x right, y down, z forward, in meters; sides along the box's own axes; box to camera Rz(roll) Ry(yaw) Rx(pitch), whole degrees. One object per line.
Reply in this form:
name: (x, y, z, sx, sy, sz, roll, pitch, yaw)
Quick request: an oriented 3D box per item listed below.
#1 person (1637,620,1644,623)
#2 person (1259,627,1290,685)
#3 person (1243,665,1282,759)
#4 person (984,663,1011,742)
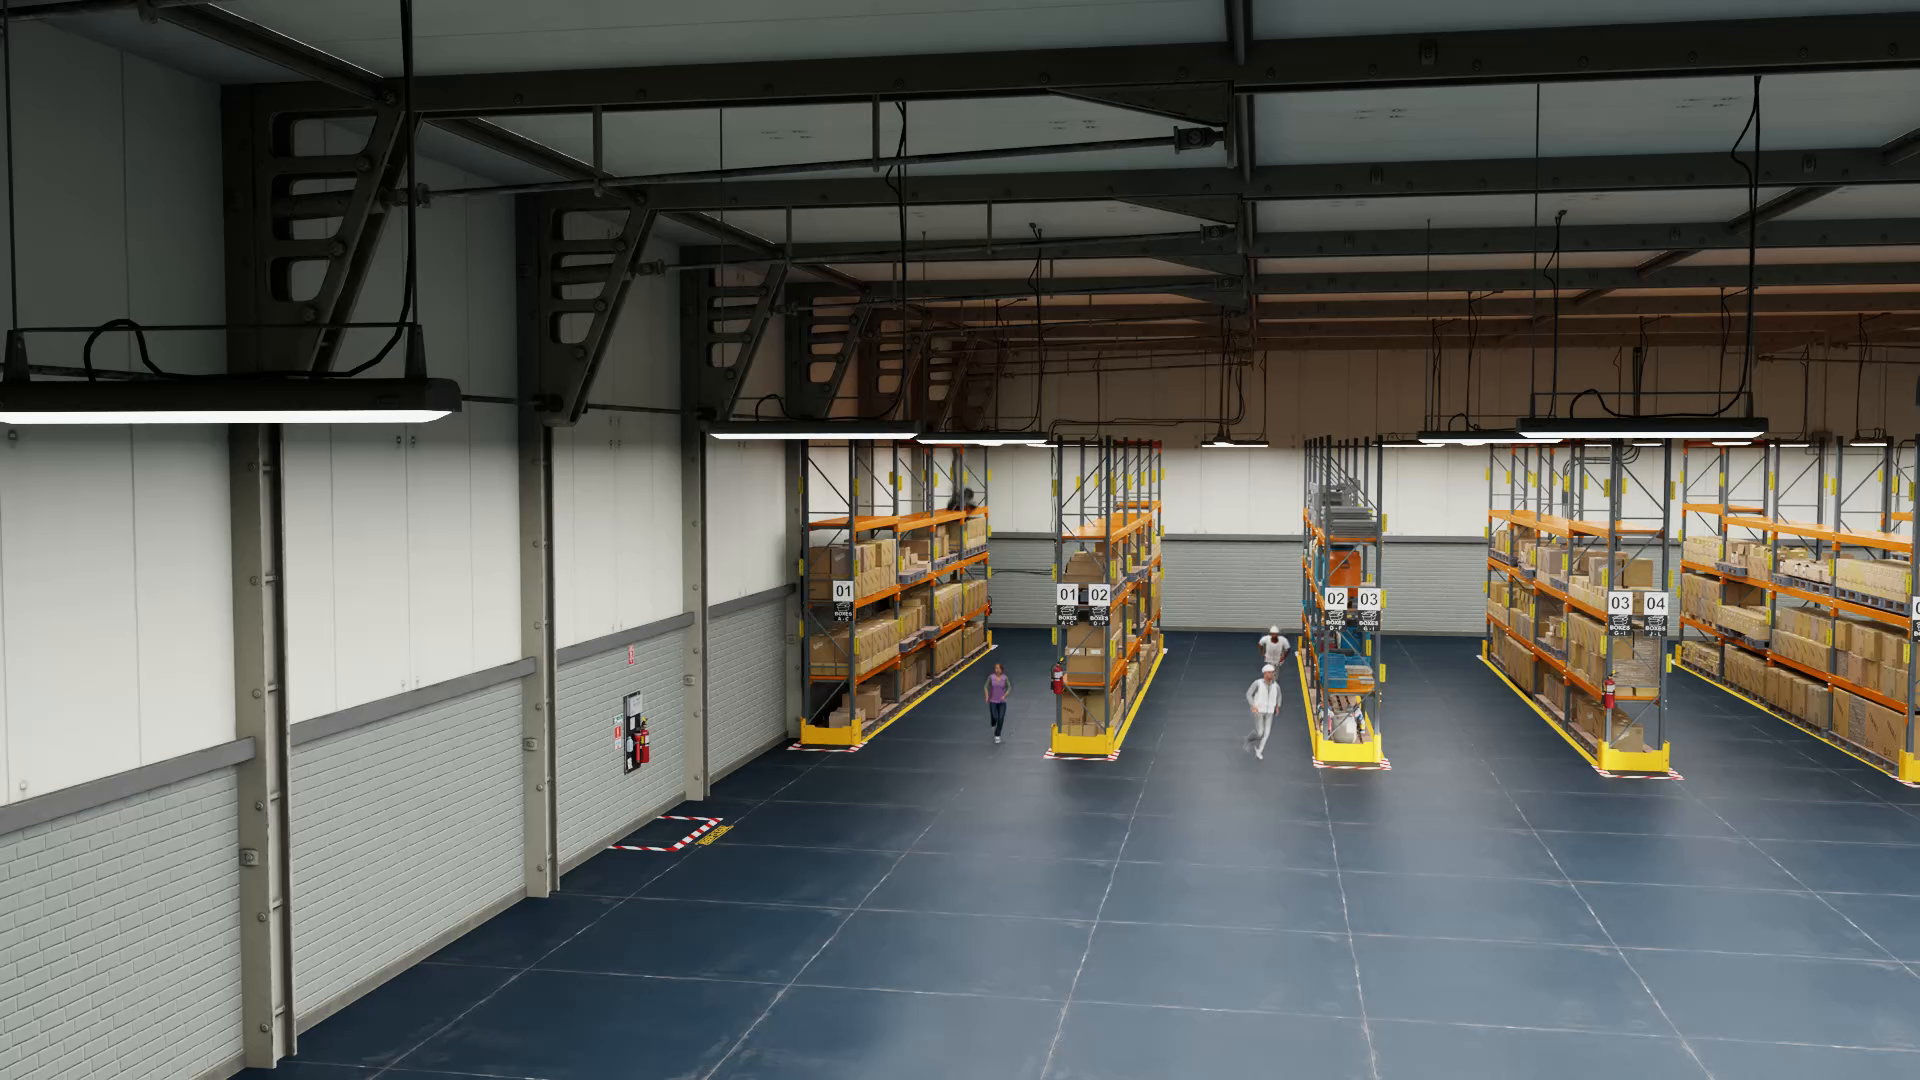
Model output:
person: (18.073, 2.477, 44.020, 0.674, 1.805, 1.202, 1, 3, 14)
person: (7.191, 2.820, 38.051, 0.710, 1.740, 1.030, 1, 3, 13)
person: (5.684, 3.186, 31.057, 0.699, 1.727, 0.559, -1, 3, -15)
person: (0.740, 3.189, 32.643, 0.538, 1.561, 0.534, 0, 3, 0)
